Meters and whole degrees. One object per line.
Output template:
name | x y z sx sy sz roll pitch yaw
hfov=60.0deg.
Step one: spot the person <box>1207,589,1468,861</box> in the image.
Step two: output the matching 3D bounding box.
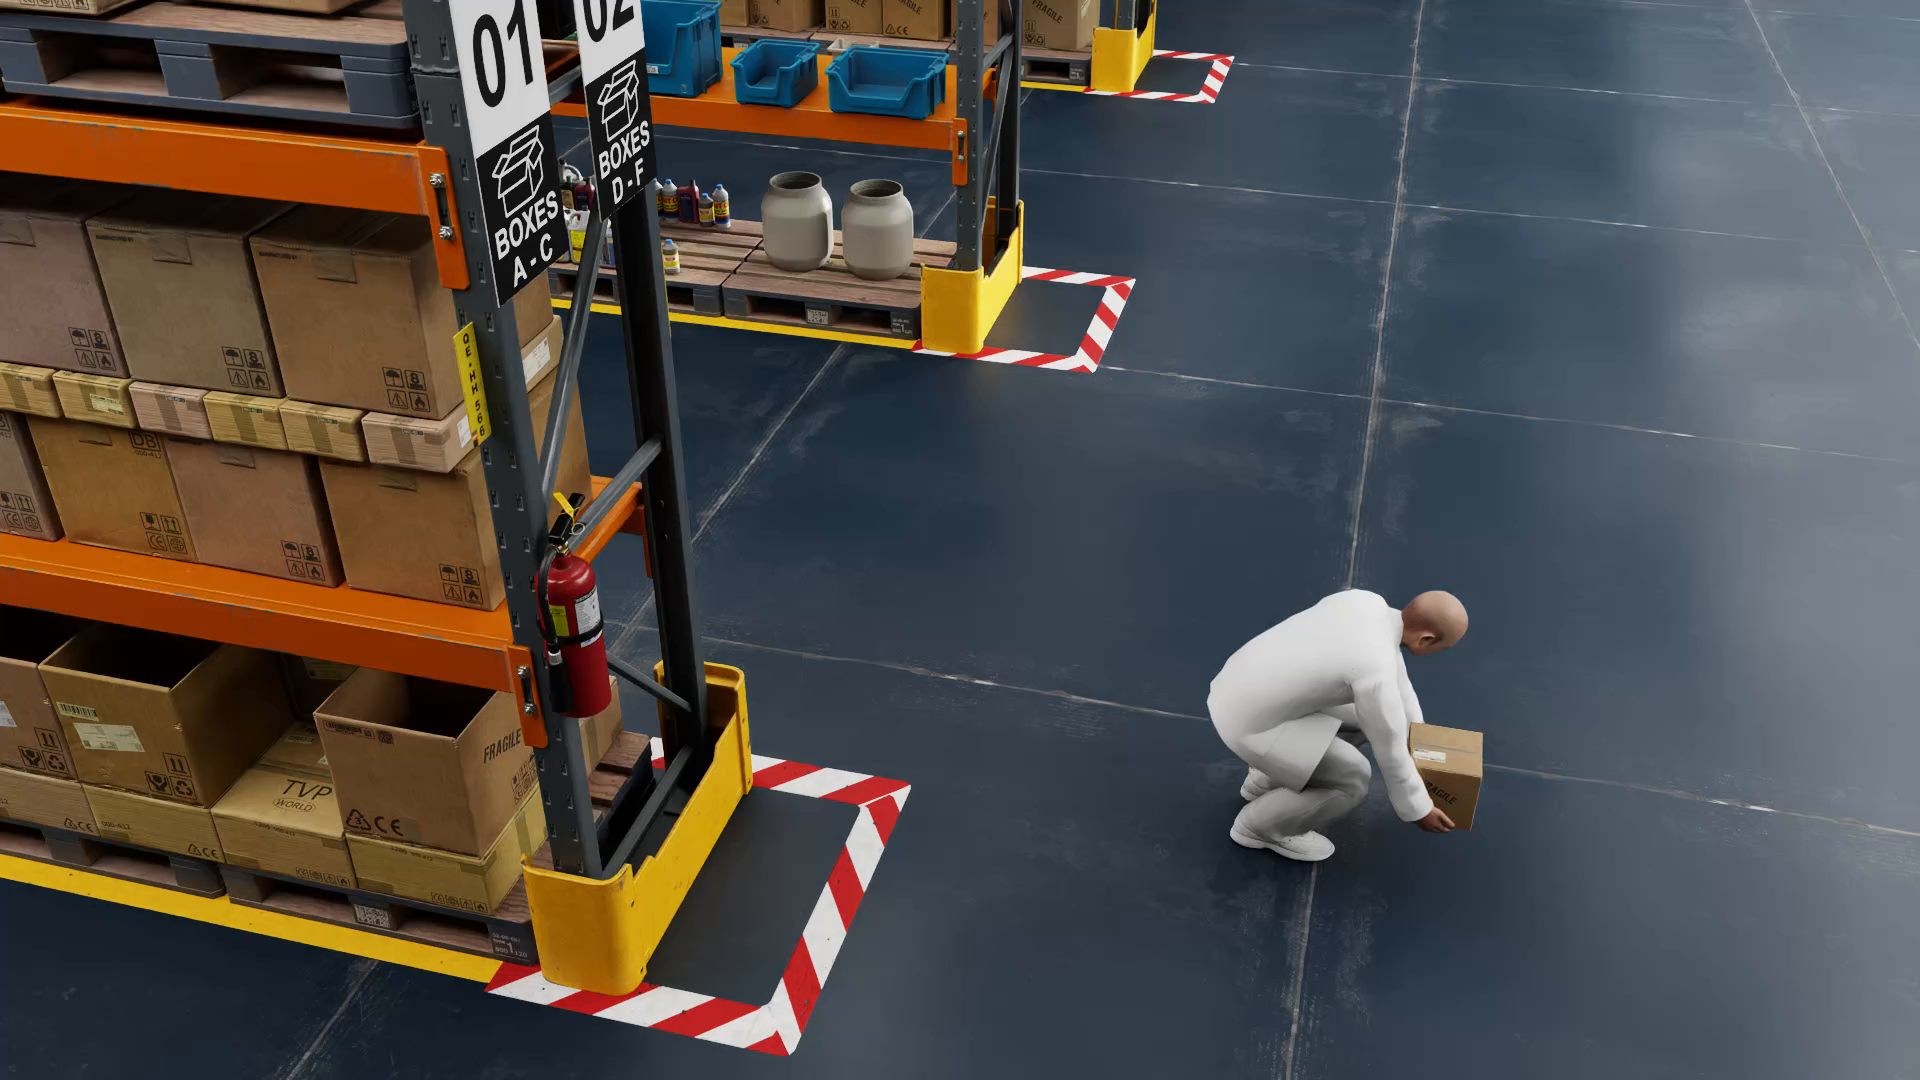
person | 1.329 0.617 5.880 0.899 1.029 0.613 8 33 12
